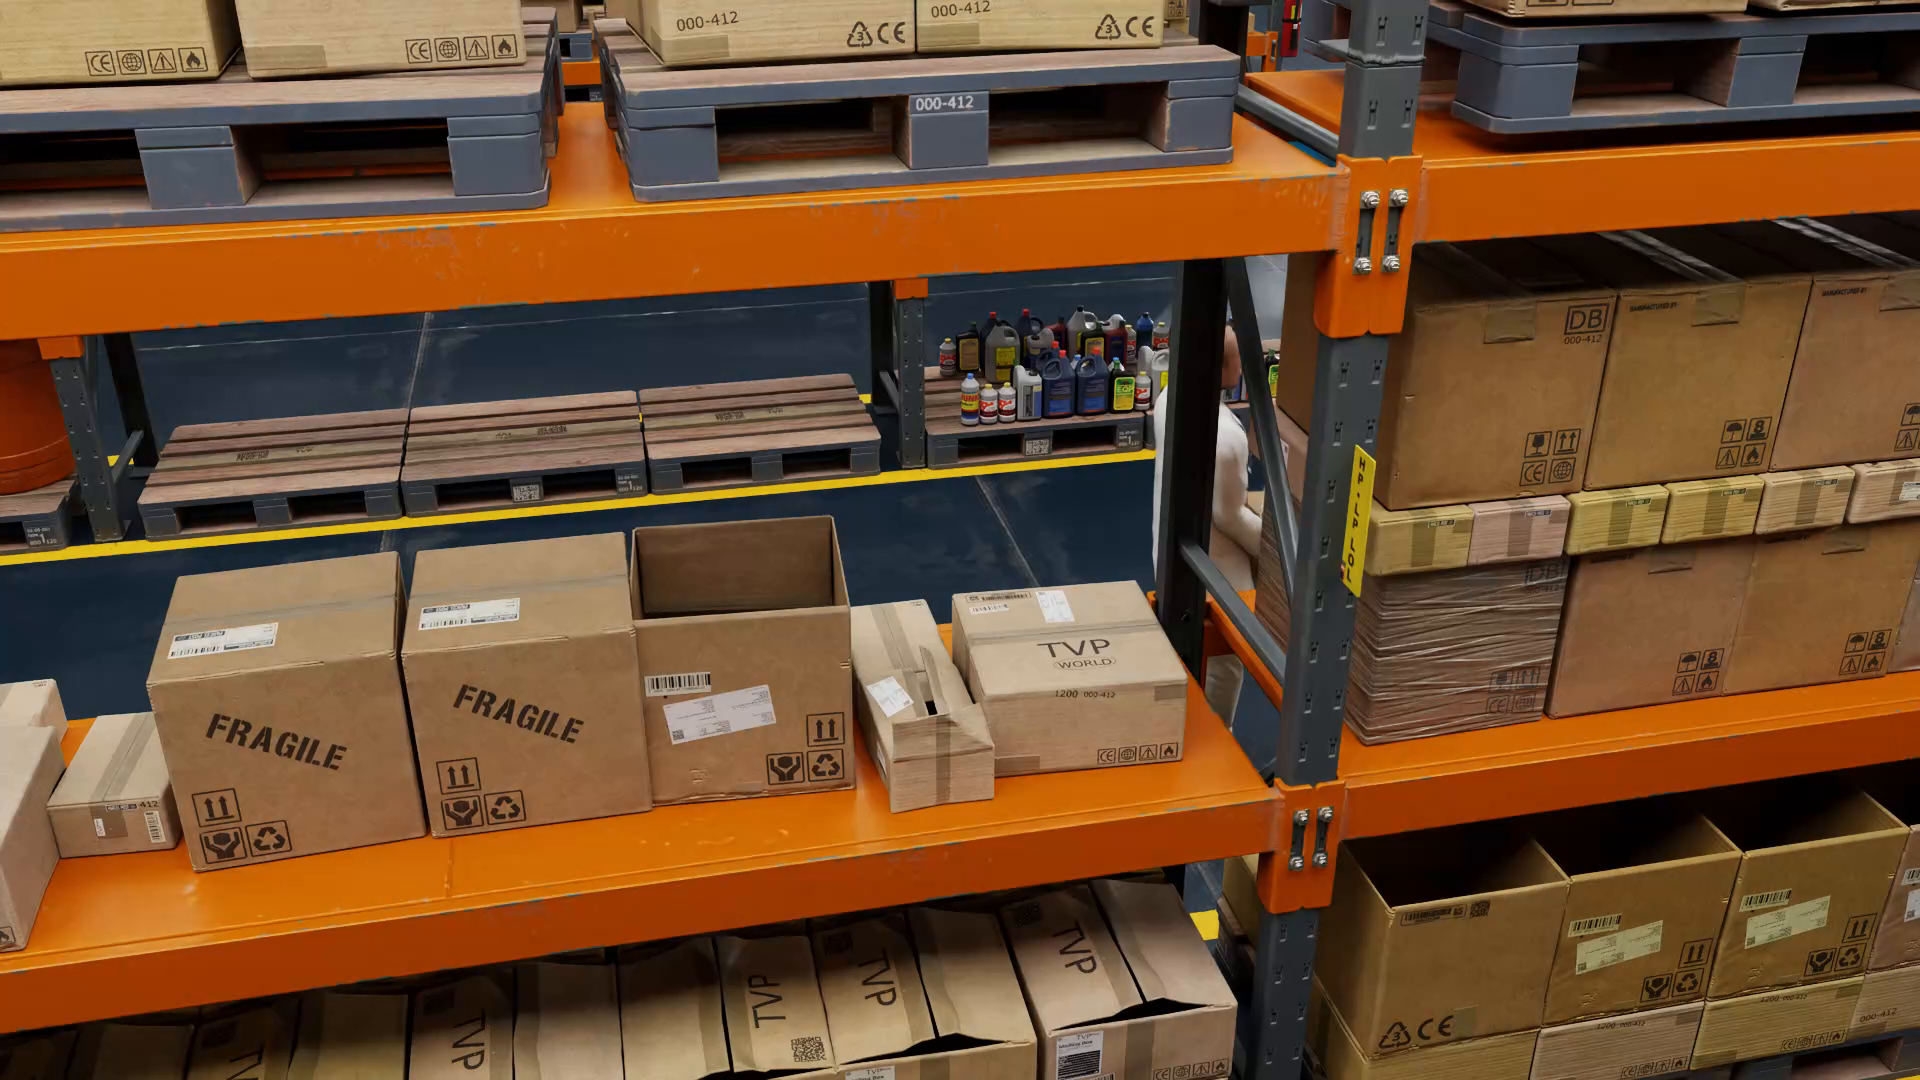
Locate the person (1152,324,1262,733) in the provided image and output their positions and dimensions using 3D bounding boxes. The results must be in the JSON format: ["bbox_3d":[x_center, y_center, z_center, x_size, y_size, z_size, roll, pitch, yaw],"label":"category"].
[{"bbox_3d":[0.946,0.065,5.992,0.499,1.782,0.566,-6,27,-11],"label":"person"}]
